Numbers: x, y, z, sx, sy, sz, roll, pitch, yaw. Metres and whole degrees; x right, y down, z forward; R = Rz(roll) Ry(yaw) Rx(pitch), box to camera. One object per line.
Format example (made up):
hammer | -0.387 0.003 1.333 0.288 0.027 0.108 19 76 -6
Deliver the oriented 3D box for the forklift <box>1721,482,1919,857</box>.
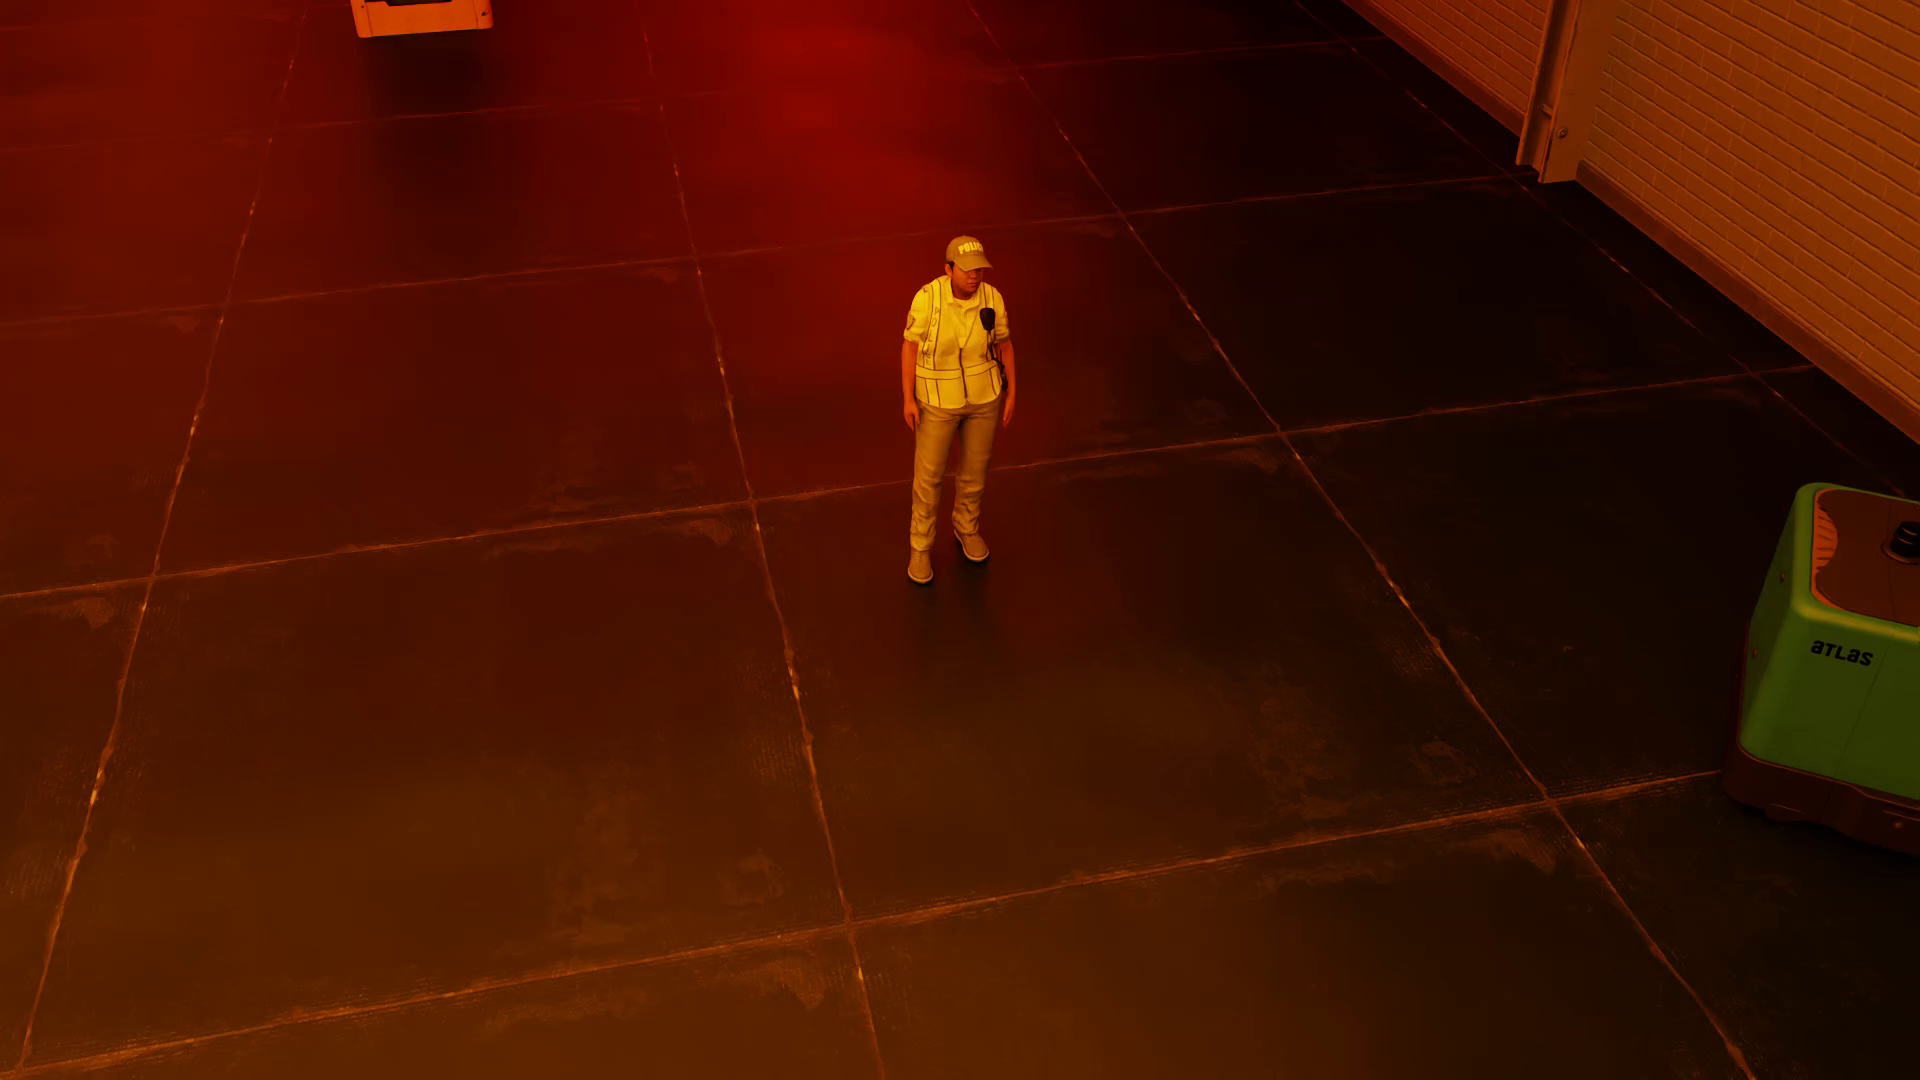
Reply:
forklift | 4.768 0.020 6.023 3.031 2.935 1.130 14 38 19

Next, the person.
person | -0.005 -0.635 8.003 0.598 1.670 0.527 -8 36 -11
